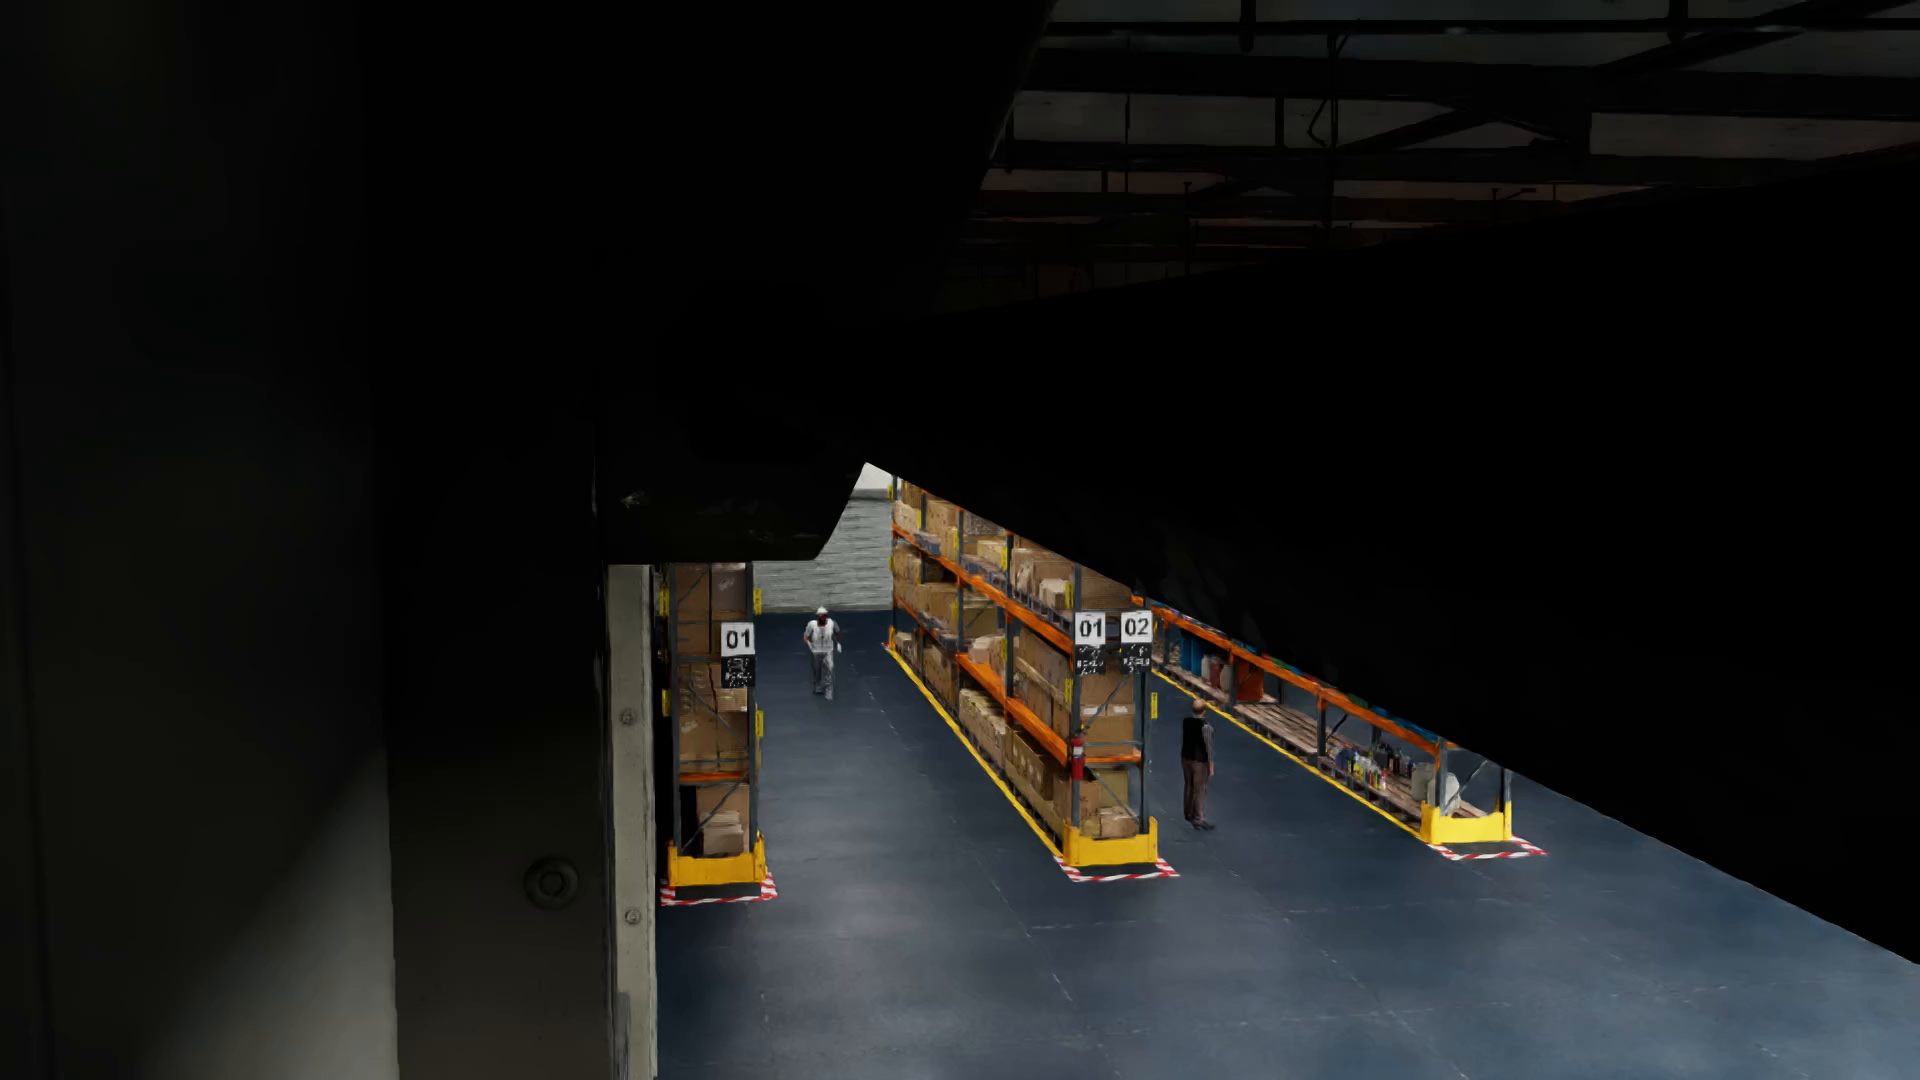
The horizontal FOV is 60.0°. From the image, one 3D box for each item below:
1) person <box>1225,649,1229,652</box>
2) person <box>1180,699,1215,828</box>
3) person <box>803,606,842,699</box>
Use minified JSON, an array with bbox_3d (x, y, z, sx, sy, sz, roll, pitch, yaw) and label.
[{"bbox_3d":[5.503,1.737,35.376,0.561,1.525,0.788,-3,7,-28],"label":"person"},{"bbox_3d":[3.261,3.012,22.644,0.463,1.731,0.598,-5,8,-37],"label":"person"},{"bbox_3d":[-2.587,2.090,31.321,0.721,1.715,0.843,-1,6,-5],"label":"person"}]
